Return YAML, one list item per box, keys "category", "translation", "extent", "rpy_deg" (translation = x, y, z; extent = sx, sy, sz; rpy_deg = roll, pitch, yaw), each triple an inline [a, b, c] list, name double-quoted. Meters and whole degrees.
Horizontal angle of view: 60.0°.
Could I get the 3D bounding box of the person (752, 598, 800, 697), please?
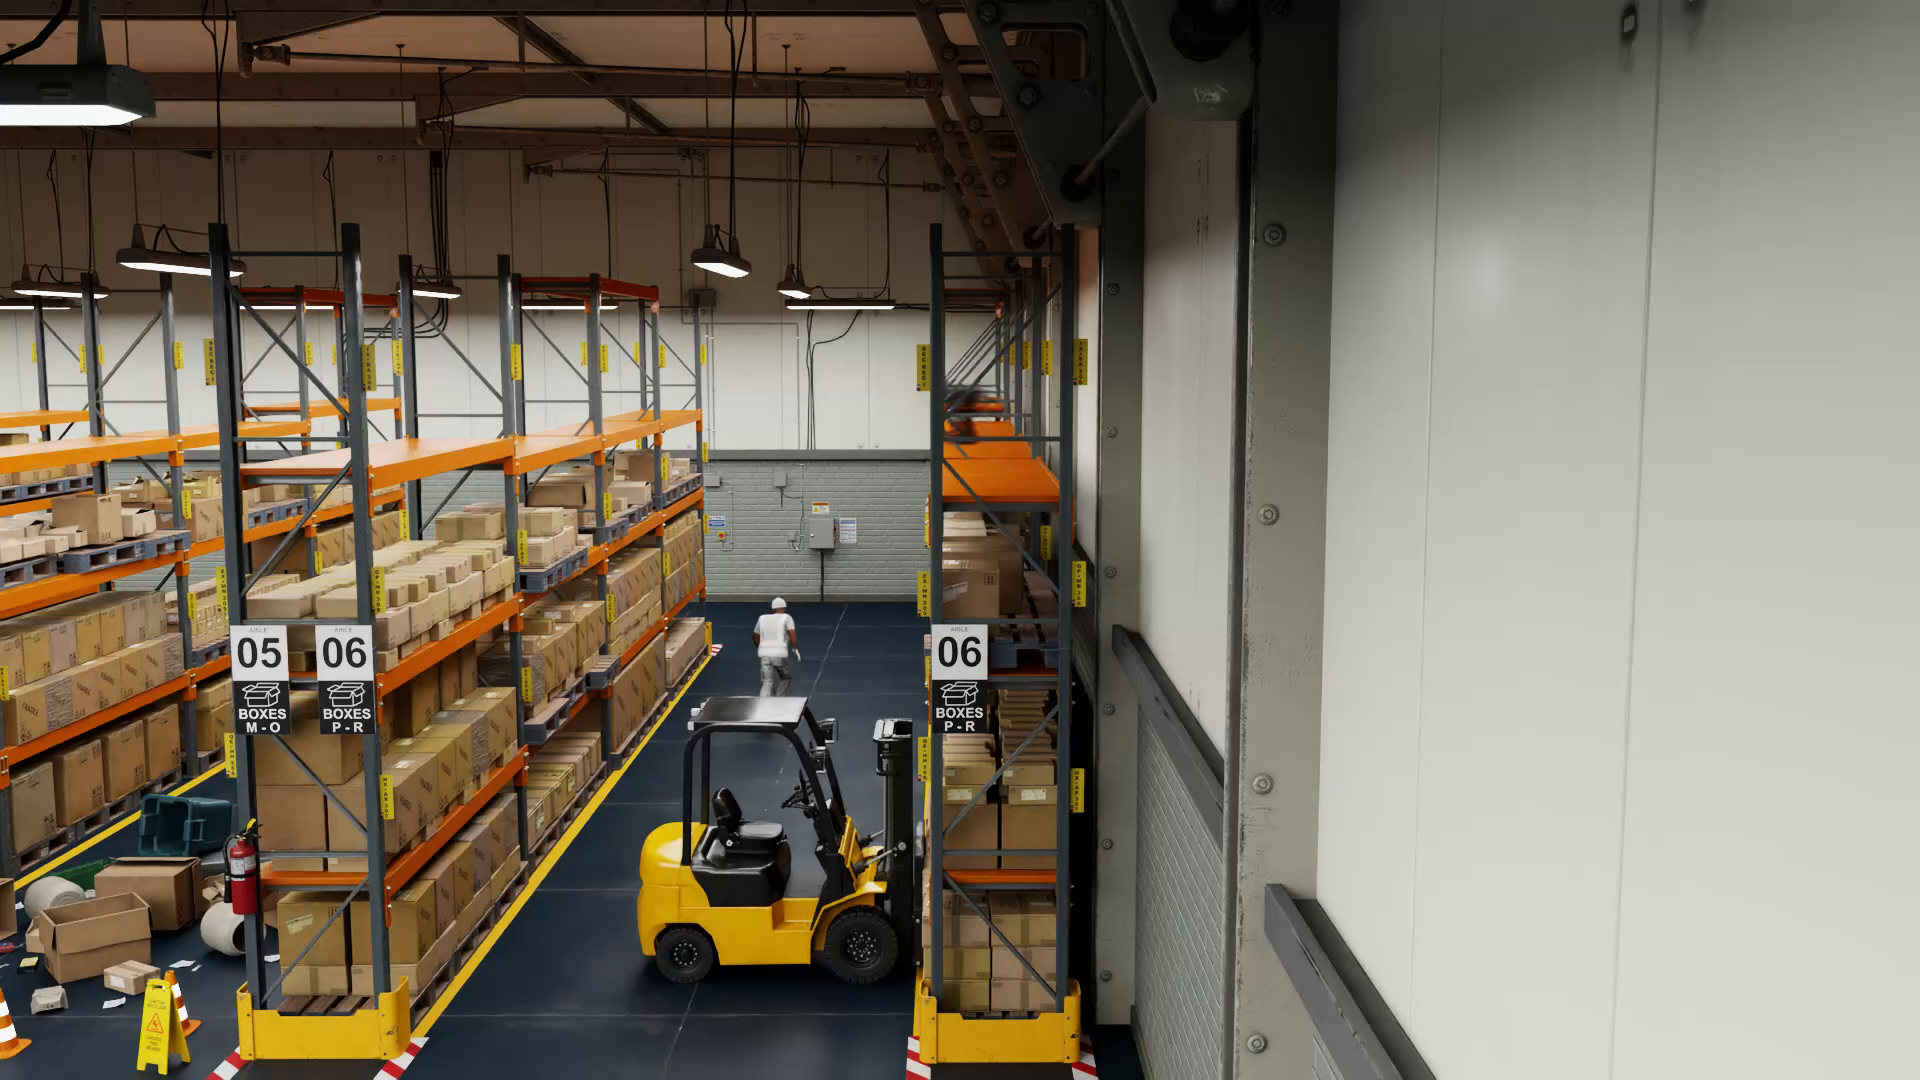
- category: "person"
  translation: [-2.596, 1.668, 23.042]
  extent: [0.699, 1.633, 1.109]
  rpy_deg: [2, 7, 13]
